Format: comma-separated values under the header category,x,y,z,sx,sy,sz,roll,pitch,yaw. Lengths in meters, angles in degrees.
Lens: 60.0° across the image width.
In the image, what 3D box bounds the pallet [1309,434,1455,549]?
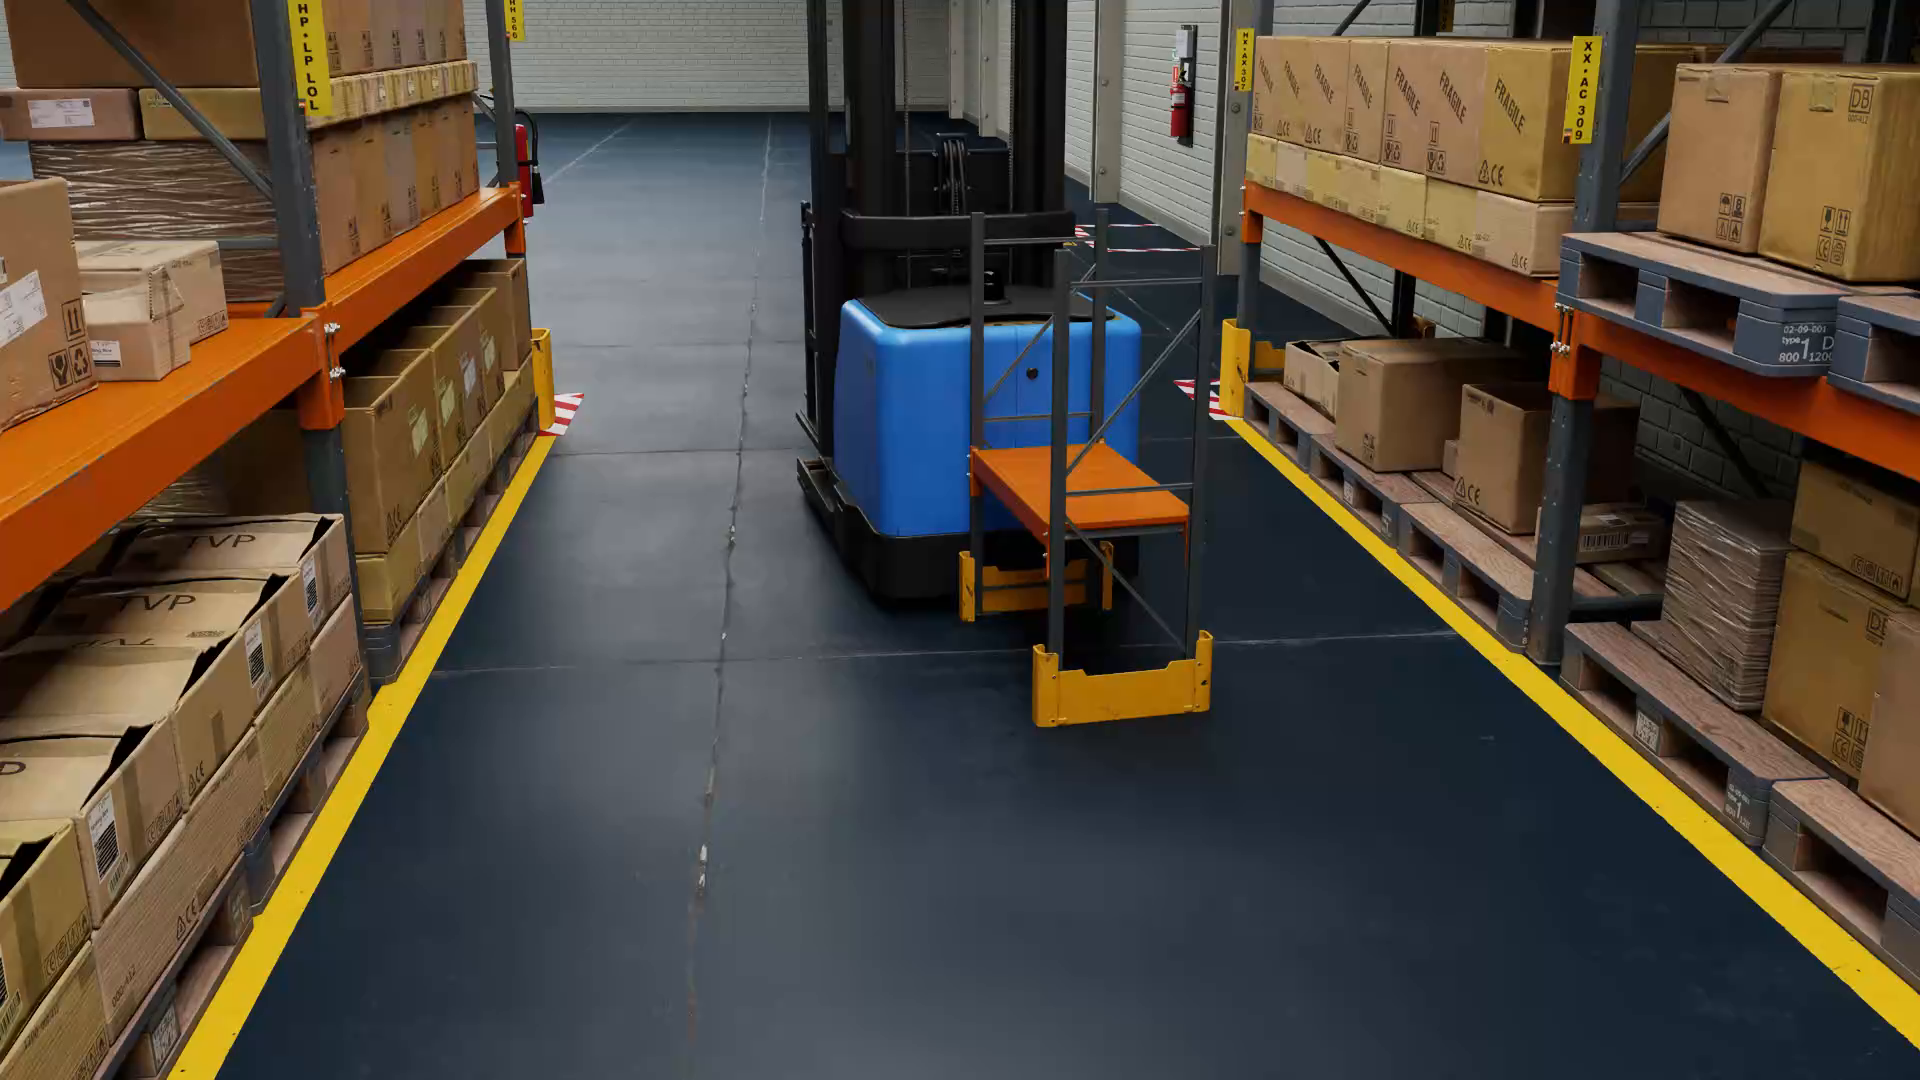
category,x,y,z,sx,sy,sz,roll,pitch,yaw
pallet,2.265,-0.253,7.630,1.003,0.211,1.213,-2,18,-6

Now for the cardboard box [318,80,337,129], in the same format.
category,x,y,z,sx,sy,sz,roll,pitch,yaw
cardboard box,-2.318,-1.461,5.572,0.380,0.149,0.250,-2,18,-7

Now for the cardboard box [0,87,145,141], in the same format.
category,x,y,z,sx,sy,sz,roll,pitch,yaw
cardboard box,-2.669,-1.297,5.052,0.380,0.149,0.250,-2,18,-6

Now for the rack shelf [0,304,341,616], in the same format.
category,x,y,z,sx,sy,sz,roll,pitch,yaw
rack shelf,-2.222,0.073,3.137,1.077,0.370,4.000,-2,18,-6

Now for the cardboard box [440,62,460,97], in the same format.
category,x,y,z,sx,sy,sz,roll,pitch,yaw
cardboard box,-2.557,-2.153,7.776,0.380,0.149,0.250,-2,18,-6

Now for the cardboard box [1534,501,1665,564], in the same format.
category,x,y,z,sx,sy,sz,roll,pitch,yaw
cardboard box,2.414,-0.037,6.281,0.380,0.166,0.250,-4,18,-13

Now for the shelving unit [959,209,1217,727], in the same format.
category,x,y,z,sx,sy,sz,roll,pitch,yaw
shelving unit,0.405,-0.297,5.618,0.587,1.500,1.083,-4,18,-13

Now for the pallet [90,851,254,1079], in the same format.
category,x,y,z,sx,sy,sz,roll,pitch,yaw
pallet,-2.184,1.047,3.489,1.003,0.211,1.213,-2,18,-6

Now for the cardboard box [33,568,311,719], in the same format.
category,x,y,z,sx,sy,sz,roll,pitch,yaw
cardboard box,-2.041,0.245,4.343,0.500,0.311,0.500,-1,17,-4

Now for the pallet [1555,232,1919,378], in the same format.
category,x,y,z,sx,sy,sz,roll,pitch,yaw
pallet,2.433,-0.696,4.707,1.003,0.211,1.213,-2,18,-6

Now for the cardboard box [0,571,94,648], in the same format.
category,x,y,z,sx,sy,sz,roll,pitch,yaw
cardboard box,-2.587,0.258,4.300,0.500,0.311,0.500,-2,18,-6

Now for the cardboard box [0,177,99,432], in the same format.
category,x,y,z,sx,sy,sz,roll,pitch,yaw
cardboard box,-2.311,-0.527,3.682,0.500,0.500,0.500,-1,17,-2

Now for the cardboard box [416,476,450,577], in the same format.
category,x,y,z,sx,sy,sz,roll,pitch,yaw
cardboard box,-2.221,-0.051,6.221,0.500,0.250,0.500,-2,18,-6

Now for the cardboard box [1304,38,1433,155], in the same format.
category,x,y,z,sx,sy,sz,roll,pitch,yaw
cardboard box,1.925,-2.054,7.678,0.500,0.500,0.500,-2,18,-7

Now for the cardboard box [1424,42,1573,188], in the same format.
category,x,y,z,sx,sy,sz,roll,pitch,yaw
cardboard box,2.085,-1.596,6.217,0.500,0.500,0.500,-2,18,-6

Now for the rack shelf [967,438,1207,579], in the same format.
category,x,y,z,sx,sy,sz,roll,pitch,yaw
rack shelf,0.403,-0.128,5.680,0.538,0.185,1.000,-4,18,-13

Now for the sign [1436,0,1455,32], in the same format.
category,x,y,z,sx,sy,sz,roll,pitch,yaw
sign,2.640,-2.926,9.029,0.100,0.325,0.005,-2,18,-6

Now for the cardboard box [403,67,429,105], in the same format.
category,x,y,z,sx,sy,sz,roll,pitch,yaw
cardboard box,-2.477,-1.921,7.039,0.380,0.149,0.250,-1,17,-4

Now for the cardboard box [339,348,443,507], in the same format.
category,x,y,z,sx,sy,sz,roll,pitch,yaw
cardboard box,-2.224,-0.409,6.108,0.500,0.500,0.500,-2,18,-6

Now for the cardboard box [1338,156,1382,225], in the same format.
category,x,y,z,sx,sy,sz,roll,pitch,yaw
cardboard box,1.985,-1.538,7.284,0.500,0.250,0.500,-2,18,-5

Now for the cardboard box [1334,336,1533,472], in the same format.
category,x,y,z,sx,sy,sz,roll,pitch,yaw
cardboard box,2.153,-0.630,7.615,0.700,0.500,0.500,-3,18,-9

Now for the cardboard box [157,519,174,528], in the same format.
category,x,y,z,sx,sy,sz,roll,pitch,yaw
cardboard box,-2.693,0.114,5.695,0.500,0.250,0.500,-2,18,-6

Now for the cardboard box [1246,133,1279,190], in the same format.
category,x,y,z,sx,sy,sz,roll,pitch,yaw
cardboard box,1.821,-1.995,8.739,0.500,0.250,0.500,-2,18,-7

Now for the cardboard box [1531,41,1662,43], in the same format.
category,x,y,z,sx,sy,sz,roll,pitch,yaw
cardboard box,2.562,-1.765,6.757,0.500,0.500,0.500,-1,17,-4

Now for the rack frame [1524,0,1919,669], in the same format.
category,x,y,z,sx,sy,sz,roll,pitch,yaw
rack frame,2.499,-1.020,5.418,1.000,3.000,0.127,-2,18,-6

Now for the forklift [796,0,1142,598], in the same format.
category,x,y,z,sx,sy,sz,roll,pitch,yaw
forklift,-0.150,-1.581,7.321,1.130,2.935,3.031,-4,18,-13

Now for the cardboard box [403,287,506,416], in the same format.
category,x,y,z,sx,sy,sz,roll,pitch,yaw
cardboard box,-2.372,-0.856,7.533,0.500,0.500,0.500,-2,18,-6

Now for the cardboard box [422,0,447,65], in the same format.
category,x,y,z,sx,sy,sz,roll,pitch,yaw
cardboard box,-2.740,-2.412,7.521,0.700,0.500,0.500,-2,18,-7

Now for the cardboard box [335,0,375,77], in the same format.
category,x,y,z,sx,sy,sz,roll,pitch,yaw
cardboard box,-2.585,-1.964,6.093,0.700,0.500,0.500,-2,18,-6

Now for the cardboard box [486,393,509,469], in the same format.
category,x,y,z,sx,sy,sz,roll,pitch,yaw
cardboard box,-2.375,-0.498,7.645,0.500,0.250,0.500,-2,18,-6

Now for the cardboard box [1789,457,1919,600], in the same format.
category,x,y,z,sx,sy,sz,roll,pitch,yaw
cardboard box,2.640,-0.045,4.500,0.500,0.250,0.500,-2,18,-7

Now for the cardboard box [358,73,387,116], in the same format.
category,x,y,z,sx,sy,sz,roll,pitch,yaw
cardboard box,-2.400,-1.693,6.312,0.380,0.149,0.250,-2,18,-7

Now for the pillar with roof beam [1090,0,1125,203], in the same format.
category,x,y,z,sx,sy,sz,roll,pitch,yaw
pillar with roof beam,-2.501,-8.334,18.701,9.100,9.000,0.400,-2,18,-6

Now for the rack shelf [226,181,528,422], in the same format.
category,x,y,z,sx,sy,sz,roll,pitch,yaw
rack shelf,-2.634,-1.118,6.933,1.077,0.370,4.000,-2,18,-6

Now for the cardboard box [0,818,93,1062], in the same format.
category,x,y,z,sx,sy,sz,roll,pitch,yaw
cardboard box,-1.890,0.696,2.904,0.500,0.311,0.500,-2,18,-7

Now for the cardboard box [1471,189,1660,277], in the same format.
category,x,y,z,sx,sy,sz,roll,pitch,yaw
cardboard box,2.148,-1.090,5.857,0.500,0.250,0.500,-2,18,-6

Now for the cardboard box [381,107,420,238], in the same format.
category,x,y,z,sx,sy,sz,roll,pitch,yaw
cardboard box,-2.643,-1.505,6.795,0.700,0.500,0.500,-1,17,-4

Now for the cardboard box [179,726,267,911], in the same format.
category,x,y,z,sx,sy,sz,roll,pitch,yaw
cardboard box,-1.993,0.663,3.945,0.500,0.250,0.500,-1,17,-4

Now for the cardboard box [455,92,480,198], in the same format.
category,x,y,z,sx,sy,sz,roll,pitch,yaw
cardboard box,-2.805,-1.966,8.264,0.700,0.500,0.500,-2,18,-6

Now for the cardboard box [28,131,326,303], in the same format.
category,x,y,z,sx,sy,sz,roll,pitch,yaw
cardboard box,-2.480,-1.046,5.333,0.700,0.500,0.500,-2,18,-7

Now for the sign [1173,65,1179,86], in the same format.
category,x,y,z,sx,sy,sz,roll,pitch,yaw
sign,2.229,-4.740,17.207,0.001,0.329,0.234,-2,18,-6

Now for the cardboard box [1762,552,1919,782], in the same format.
category,x,y,z,sx,sy,sz,roll,pitch,yaw
cardboard box,2.694,0.334,4.544,0.700,0.500,0.500,-2,18,-7

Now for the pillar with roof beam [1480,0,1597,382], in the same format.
category,x,y,z,sx,sy,sz,roll,pitch,yaw
pillar with roof beam,-1.263,-4.759,7.313,9.100,9.000,0.400,-2,18,-6

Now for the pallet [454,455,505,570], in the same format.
category,x,y,z,sx,sy,sz,roll,pitch,yaw
pallet,-2.598,-0.138,7.264,1.003,0.211,1.213,-2,18,-6

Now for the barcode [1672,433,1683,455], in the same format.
category,x,y,z,sx,sy,sz,roll,pitch,yaw
barcode,2.682,-0.358,6.215,0.001,0.075,0.075,-2,18,-6

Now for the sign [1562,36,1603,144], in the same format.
category,x,y,z,sx,sy,sz,roll,pitch,yaw
sign,1.960,-1.414,5.228,0.100,0.325,0.005,-2,18,-6

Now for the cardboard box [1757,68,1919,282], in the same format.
category,x,y,z,sx,sy,sz,roll,pitch,yaw
cardboard box,2.568,-0.958,4.320,0.700,0.500,0.500,0,17,0
